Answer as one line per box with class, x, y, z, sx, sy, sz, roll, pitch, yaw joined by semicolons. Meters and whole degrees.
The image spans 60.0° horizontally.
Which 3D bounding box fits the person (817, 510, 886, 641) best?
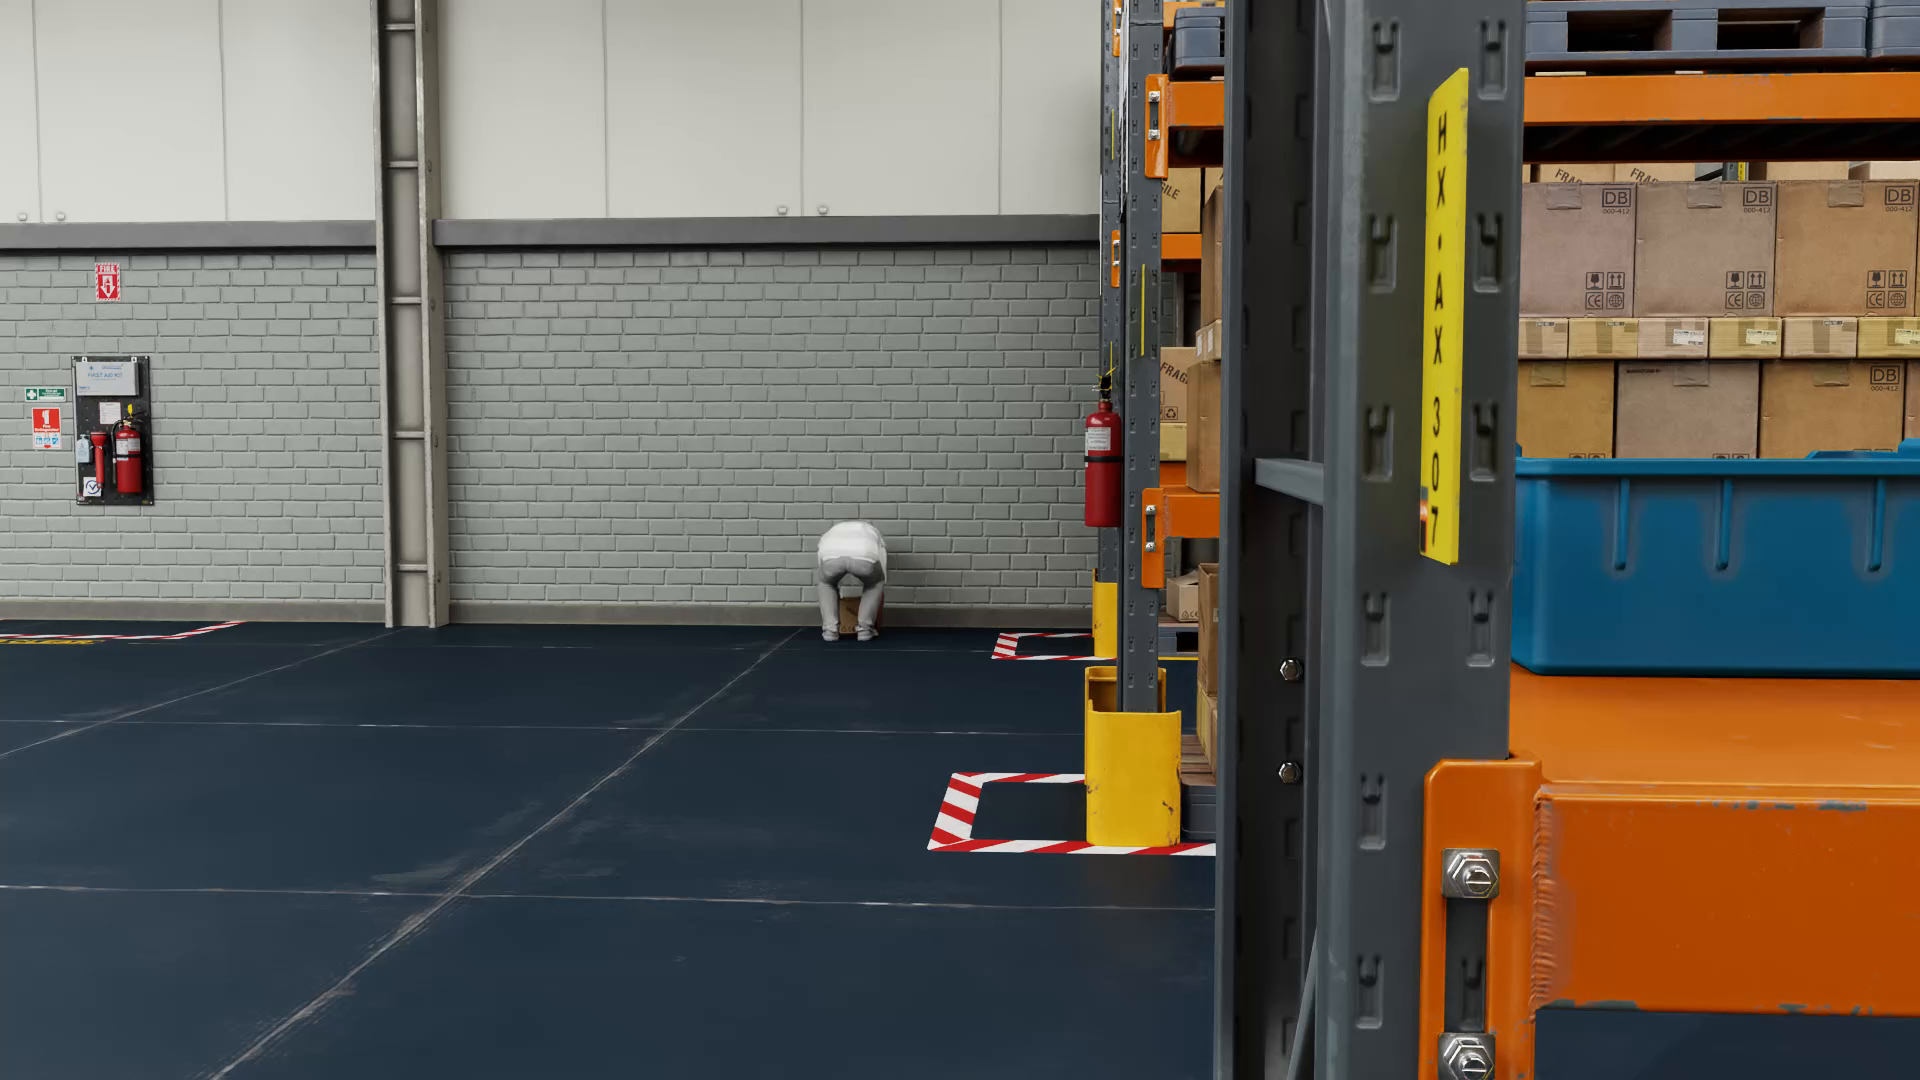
person;-0.797;0.237;12.173;0.497;0.939;0.975;0;4;1
